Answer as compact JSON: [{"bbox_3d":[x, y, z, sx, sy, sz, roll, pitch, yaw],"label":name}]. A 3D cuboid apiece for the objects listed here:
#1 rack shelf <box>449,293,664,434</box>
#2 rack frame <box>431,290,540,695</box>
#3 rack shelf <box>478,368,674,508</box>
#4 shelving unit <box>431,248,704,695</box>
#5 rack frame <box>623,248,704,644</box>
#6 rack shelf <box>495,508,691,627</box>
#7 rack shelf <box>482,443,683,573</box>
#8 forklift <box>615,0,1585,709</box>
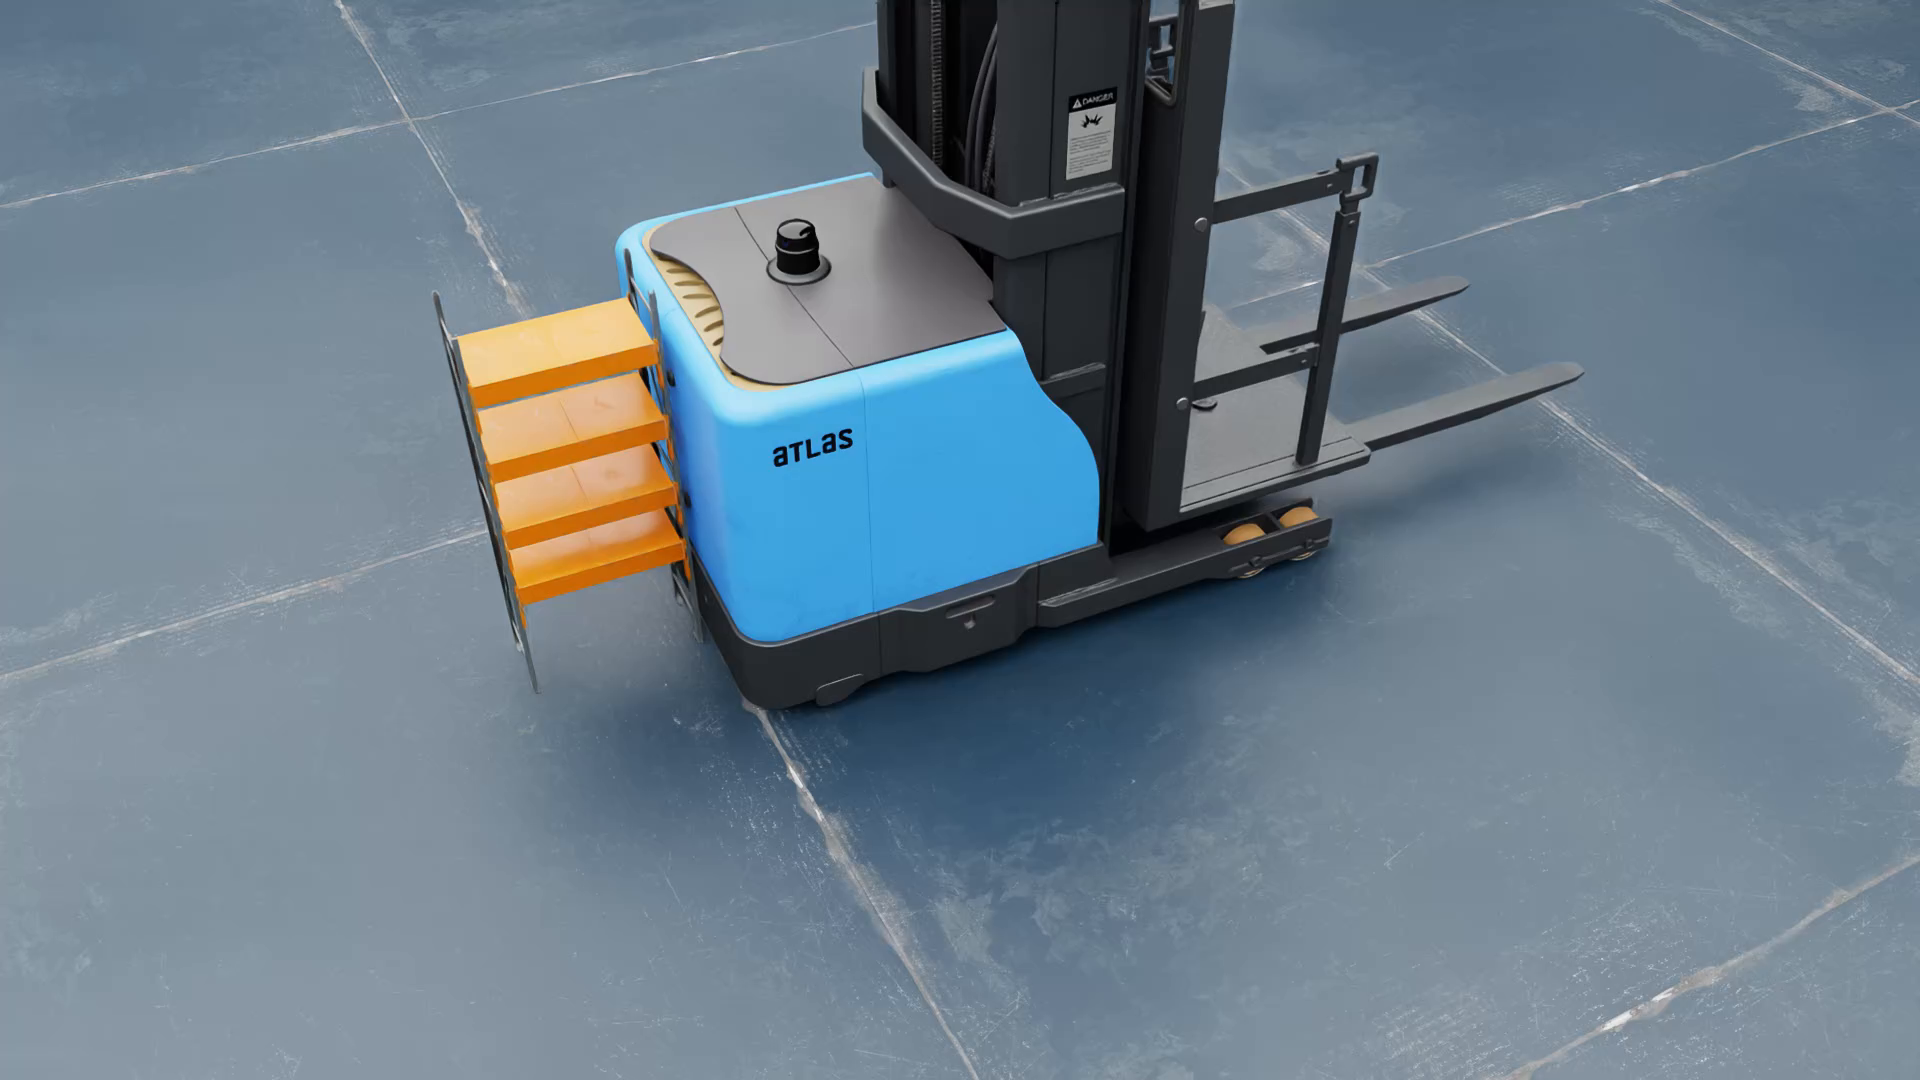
[{"bbox_3d":[-1.032,-0.456,4.252,0.480,0.148,0.258,-17,43,-19],"label":"rack shelf"},{"bbox_3d":[-1.253,-0.090,4.427,0.015,1.200,0.240,-17,43,-19],"label":"rack frame"},{"bbox_3d":[-1.032,-0.276,4.405,0.480,0.148,0.258,-17,43,-19],"label":"rack shelf"},{"bbox_3d":[-1.032,-0.156,4.506,0.503,1.200,0.258,-17,43,-19],"label":"shelving unit"},{"bbox_3d":[-0.811,-0.223,4.585,0.015,1.200,0.240,-17,43,-19],"label":"rack frame"},{"bbox_3d":[-1.032,0.046,4.678,0.480,0.148,0.258,-17,43,-19],"label":"rack shelf"},{"bbox_3d":[-1.032,-0.105,4.550,0.480,0.148,0.258,-17,43,-19],"label":"rack shelf"},{"bbox_3d":[0.586,-1.296,4.512,3.031,2.935,1.130,-17,43,-19],"label":"forklift"}]
